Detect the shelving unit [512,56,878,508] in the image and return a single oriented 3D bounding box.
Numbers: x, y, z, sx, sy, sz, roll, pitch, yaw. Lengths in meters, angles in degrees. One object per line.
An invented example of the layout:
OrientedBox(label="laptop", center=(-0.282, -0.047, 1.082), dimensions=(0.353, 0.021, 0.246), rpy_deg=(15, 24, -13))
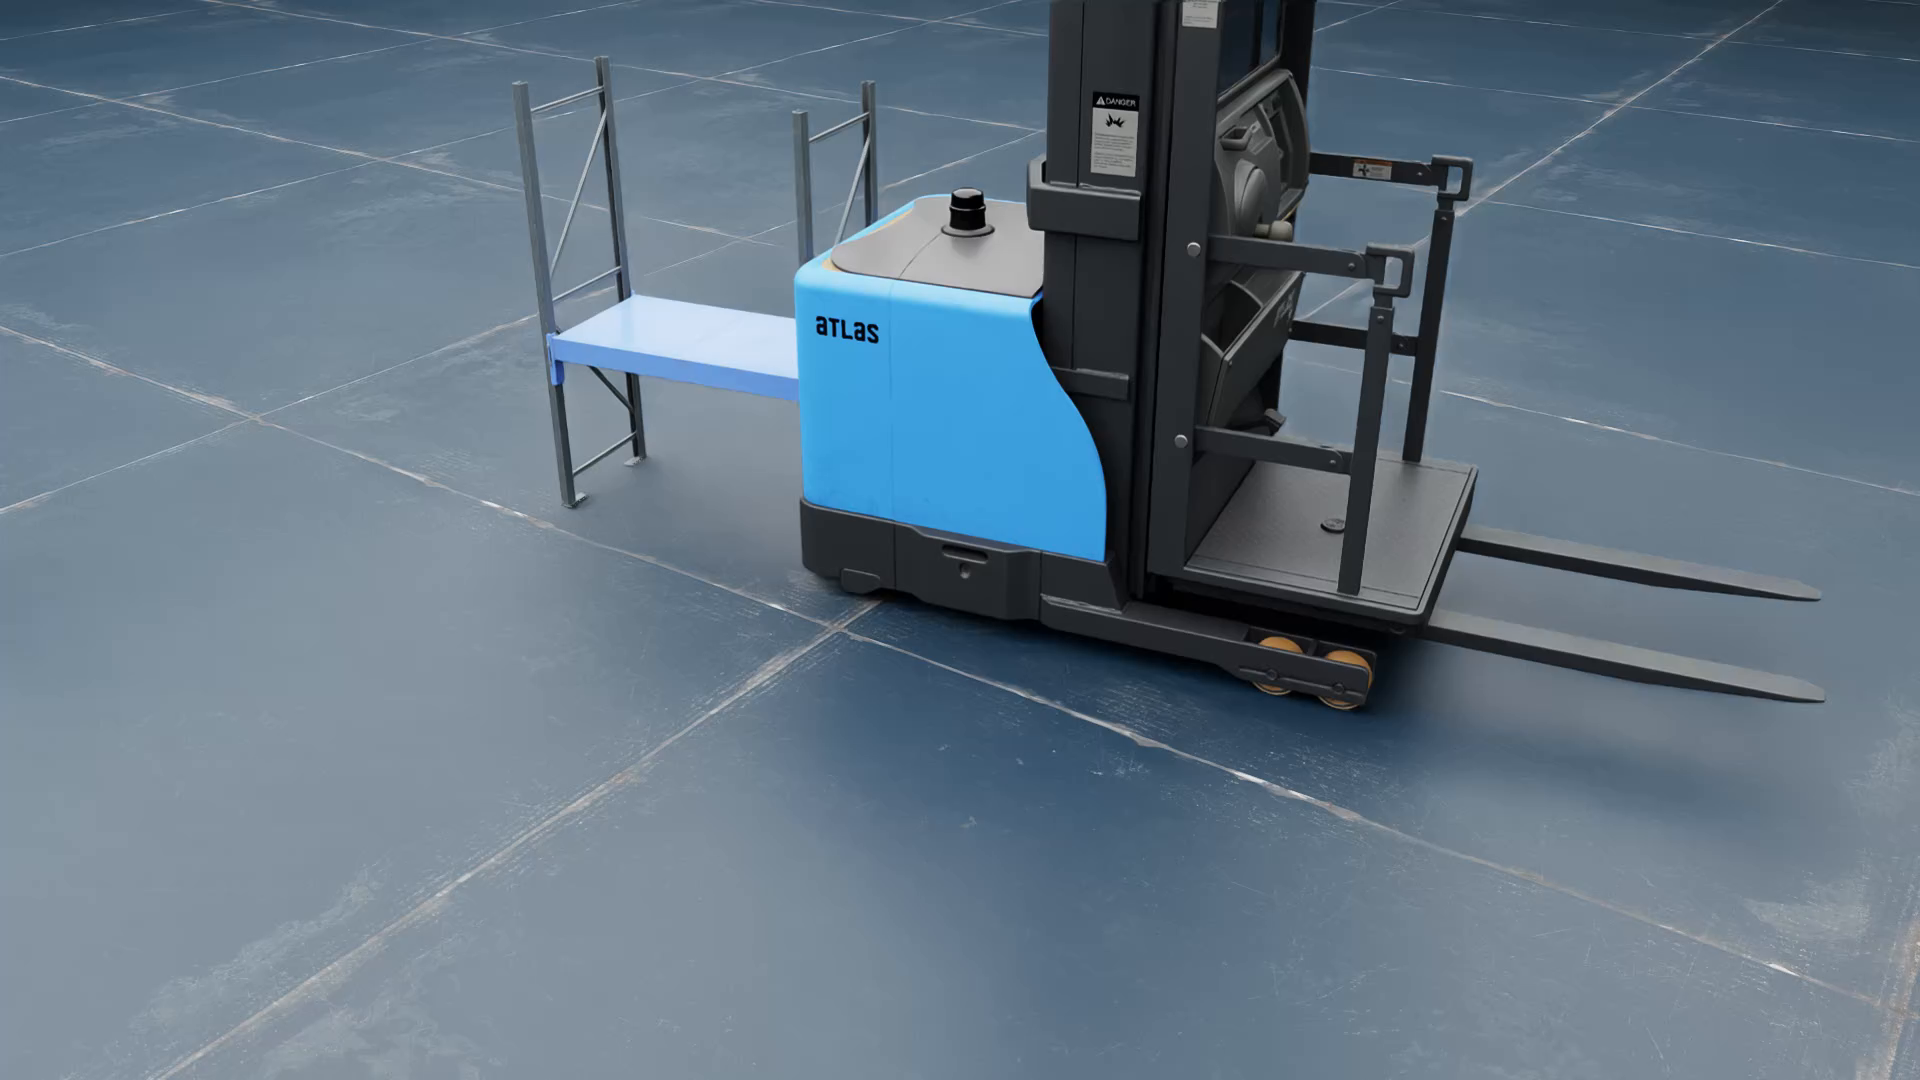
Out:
OrientedBox(label="shelving unit", center=(-0.851, -0.796, 5.661), dimensions=(1.048, 1.500, 0.538), rpy_deg=(11, 29, 21))

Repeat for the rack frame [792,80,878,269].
OrientedBox(label="rack frame", center=(-0.386, -0.704, 5.479), dimensions=(0.032, 1.500, 0.500), rpy_deg=(11, 29, 21))

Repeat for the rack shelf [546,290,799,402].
OrientedBox(label="rack shelf", center=(-0.851, -0.636, 5.742), dimensions=(1.000, 0.185, 0.538), rpy_deg=(11, 29, 21))

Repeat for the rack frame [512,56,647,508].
OrientedBox(label="rack frame", center=(-1.317, -0.889, 5.842), dimensions=(0.032, 1.500, 0.500), rpy_deg=(11, 29, 21))

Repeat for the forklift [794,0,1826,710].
OrientedBox(label="forklift", center=(1.046, -1.093, 4.665), dimensions=(3.031, 2.935, 1.130), rpy_deg=(11, 29, 21))
